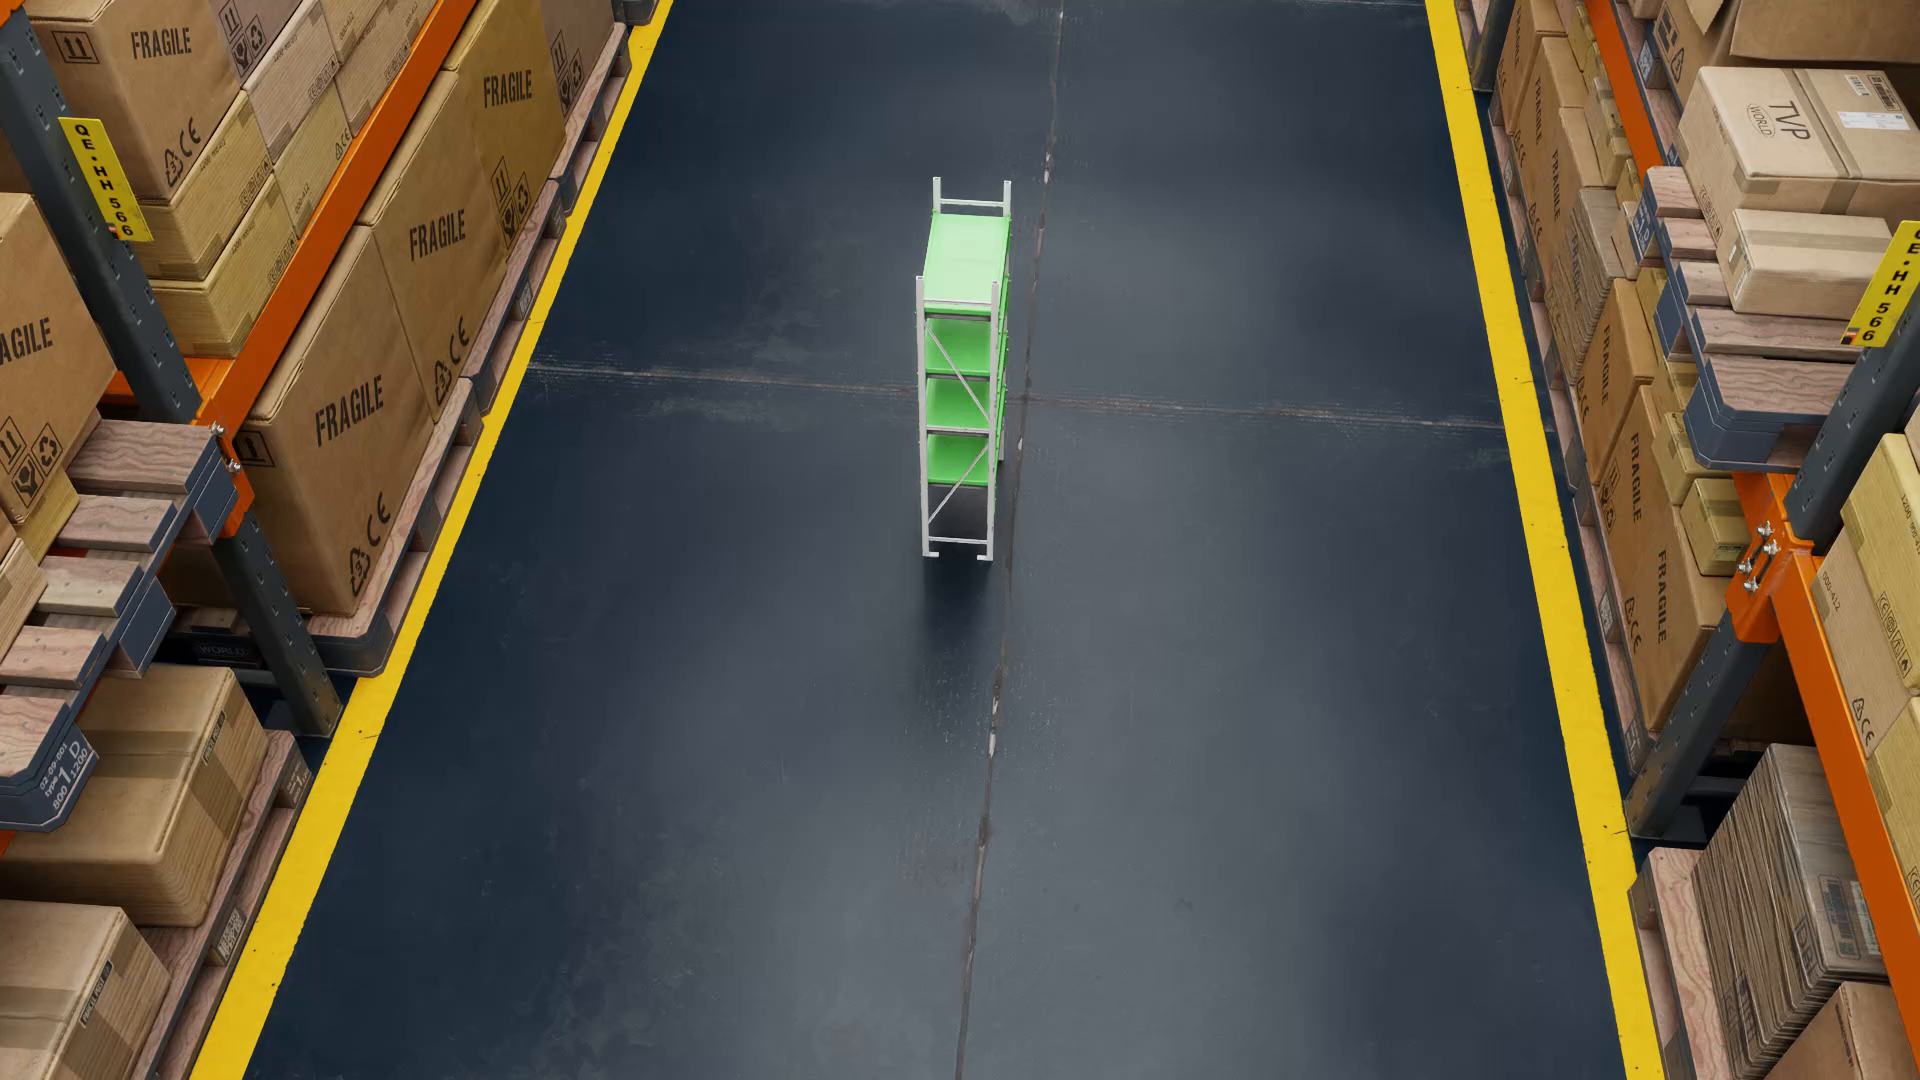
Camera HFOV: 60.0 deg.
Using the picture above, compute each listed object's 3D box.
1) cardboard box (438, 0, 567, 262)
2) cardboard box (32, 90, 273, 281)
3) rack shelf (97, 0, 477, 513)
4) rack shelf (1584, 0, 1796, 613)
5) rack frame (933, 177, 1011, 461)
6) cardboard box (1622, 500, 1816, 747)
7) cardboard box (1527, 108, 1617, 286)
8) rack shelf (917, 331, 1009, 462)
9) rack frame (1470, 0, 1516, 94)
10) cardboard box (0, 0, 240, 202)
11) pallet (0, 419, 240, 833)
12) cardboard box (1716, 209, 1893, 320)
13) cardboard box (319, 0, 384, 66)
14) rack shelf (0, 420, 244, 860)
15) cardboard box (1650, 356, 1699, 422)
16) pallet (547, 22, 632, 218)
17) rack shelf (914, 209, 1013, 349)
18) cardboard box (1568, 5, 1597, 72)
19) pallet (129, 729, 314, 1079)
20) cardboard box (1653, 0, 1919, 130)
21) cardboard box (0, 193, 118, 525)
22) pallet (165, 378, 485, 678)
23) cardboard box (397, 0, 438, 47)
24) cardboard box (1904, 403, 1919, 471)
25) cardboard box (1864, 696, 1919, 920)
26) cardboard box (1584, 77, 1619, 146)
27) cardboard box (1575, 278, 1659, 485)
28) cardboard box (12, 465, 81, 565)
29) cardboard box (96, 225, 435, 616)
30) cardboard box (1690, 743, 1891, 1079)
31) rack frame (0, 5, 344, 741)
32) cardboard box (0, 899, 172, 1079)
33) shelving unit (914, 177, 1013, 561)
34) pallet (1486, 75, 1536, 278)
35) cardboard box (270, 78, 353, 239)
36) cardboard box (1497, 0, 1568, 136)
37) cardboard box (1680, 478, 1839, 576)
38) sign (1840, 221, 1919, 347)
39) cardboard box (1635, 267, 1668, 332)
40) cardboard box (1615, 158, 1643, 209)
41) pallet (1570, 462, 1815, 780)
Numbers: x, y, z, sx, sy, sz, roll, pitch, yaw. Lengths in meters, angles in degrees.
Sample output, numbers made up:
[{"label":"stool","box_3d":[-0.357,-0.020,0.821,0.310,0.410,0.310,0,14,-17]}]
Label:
[{"label":"cardboard box","box_3d":[-2.139,-1.706,6.433,0.875,0.875,0.875,5,48,5]},{"label":"cardboard box","box_3d":[-2.160,-0.941,4.341,0.500,0.250,0.500,4,48,3]},{"label":"rack shelf","box_3d":[-2.269,-1.694,5.754,1.077,0.370,4.000,4,48,4]},{"label":"rack shelf","box_3d":[2.674,-1.363,5.452,1.077,0.370,4.000,4,48,4]},{"label":"rack frame","box_3d":[0.037,-0.706,5.583,0.240,1.200,0.015,4,48,4]},{"label":"cardboard box","box_3d":[2.316,0.240,4.907,0.500,0.500,0.500,5,48,5]},{"label":"cardboard box","box_3d":[2.499,-1.275,6.293,0.500,0.500,0.500,3,48,2]},{"label":"rack shelf","box_3d":[0.015,-0.483,5.466,0.258,0.148,0.480,4,48,4]},{"label":"rack frame","box_3d":[2.856,-3.076,6.530,1.000,3.000,0.127,4,48,4]},{"label":"cardboard box","box_3d":[-2.163,-1.185,4.055,0.500,0.500,0.500,2,48,2]},{"label":"pallet","box_3d":[-2.411,0.128,3.730,1.213,0.211,1.003,4,48,4]},{"label":"cardboard box","box_3d":[2.169,-0.702,4.245,0.380,0.149,0.250,5,48,4]},{"label":"cardboard box","box_3d":[-2.054,-1.686,5.023,0.500,0.250,0.500,4,48,3]},{"label":"rack shelf","box_3d":[-2.634,1.245,3.066,1.077,0.370,4.000,4,48,4]},{"label":"cardboard box","box_3d":[2.346,-0.427,5.077,0.380,0.149,0.250,2,48,2]},{"label":"pallet","box_3d":[-2.082,-1.894,7.339,1.003,0.211,1.213,4,48,4]},{"label":"rack shelf","box_3d":[0.015,-0.807,5.111,0.258,0.148,0.480,4,48,4]},{"label":"cardboard box","box_3d":[2.598,-1.949,6.470,0.380,0.149,0.250,2,48,2]},{"label":"pallet","box_3d":[-2.524,1.048,4.649,1.003,0.211,1.213,4,48,4]},{"label":"cardboard box","box_3d":[2.456,-1.525,4.757,0.797,0.503,0.637,3,48,3]},{"label":"cardboard box","box_3d":[-2.216,-0.391,3.521,0.500,0.500,0.500,3,48,2]},{"label":"pallet","box_3d":[-2.305,-0.101,5.699,1.003,0.211,1.213,4,48,4]},{"label":"cardboard box","box_3d":[-2.032,-1.886,5.544,0.500,0.250,0.500,4,48,4]},{"label":"cardboard box","box_3d":[2.169,-0.175,3.370,0.380,0.149,0.250,5,48,5]},{"label":"cardboard box","box_3d":[2.157,0.593,3.276,0.500,0.250,0.500,3,48,3]},{"label":"cardboard box","box_3d":[2.527,-1.566,6.119,0.380,0.149,0.250,4,48,3]},{"label":"cardboard box","box_3d":[2.417,-0.511,5.594,0.500,0.500,0.500,6,48,5]},{"label":"cardboard box","box_3d":[-2.200,-0.066,3.663,0.380,0.149,0.250,5,48,4]},{"label":"cardboard box","box_3d":[-2.306,-0.394,5.233,0.875,0.875,0.875,3,48,3]},{"label":"cardboard box","box_3d":[2.421,0.981,4.145,0.875,0.625,0.625,5,48,5]},{"label":"rack frame","box_3d":[-2.452,-0.467,4.145,1.000,3.000,0.127,4,48,4]},{"label":"cardboard box","box_3d":[-2.572,1.235,4.084,0.950,0.372,0.625,3,48,3]},{"label":"shelving unit","box_3d":[0.015,-0.527,5.419,0.258,1.200,0.503,4,48,4]},{"label":"pallet","box_3d":[2.820,-1.534,7.010,1.003,0.211,1.213,4,48,4]},{"label":"cardboard box","box_3d":[-2.127,-1.138,4.860,0.500,0.250,0.500,3,48,2]},{"label":"cardboard box","box_3d":[2.588,-2.034,6.987,0.500,0.500,0.500,6,48,5]},{"label":"cardboard box","box_3d":[2.284,-0.033,4.718,0.380,0.149,0.250,2,48,2]},{"label":"sign","box_3d":[1.950,-0.530,3.471,0.100,0.325,0.005,4,48,4]},{"label":"cardboard box","box_3d":[2.438,-0.801,5.419,0.380,0.149,0.250,3,48,3]},{"label":"cardboard box","box_3d":[2.506,-1.183,5.769,0.380,0.149,0.250,4,48,4]},{"label":"pallet","box_3d":[2.597,0.259,5.370,1.003,0.211,1.213,4,48,4]}]
